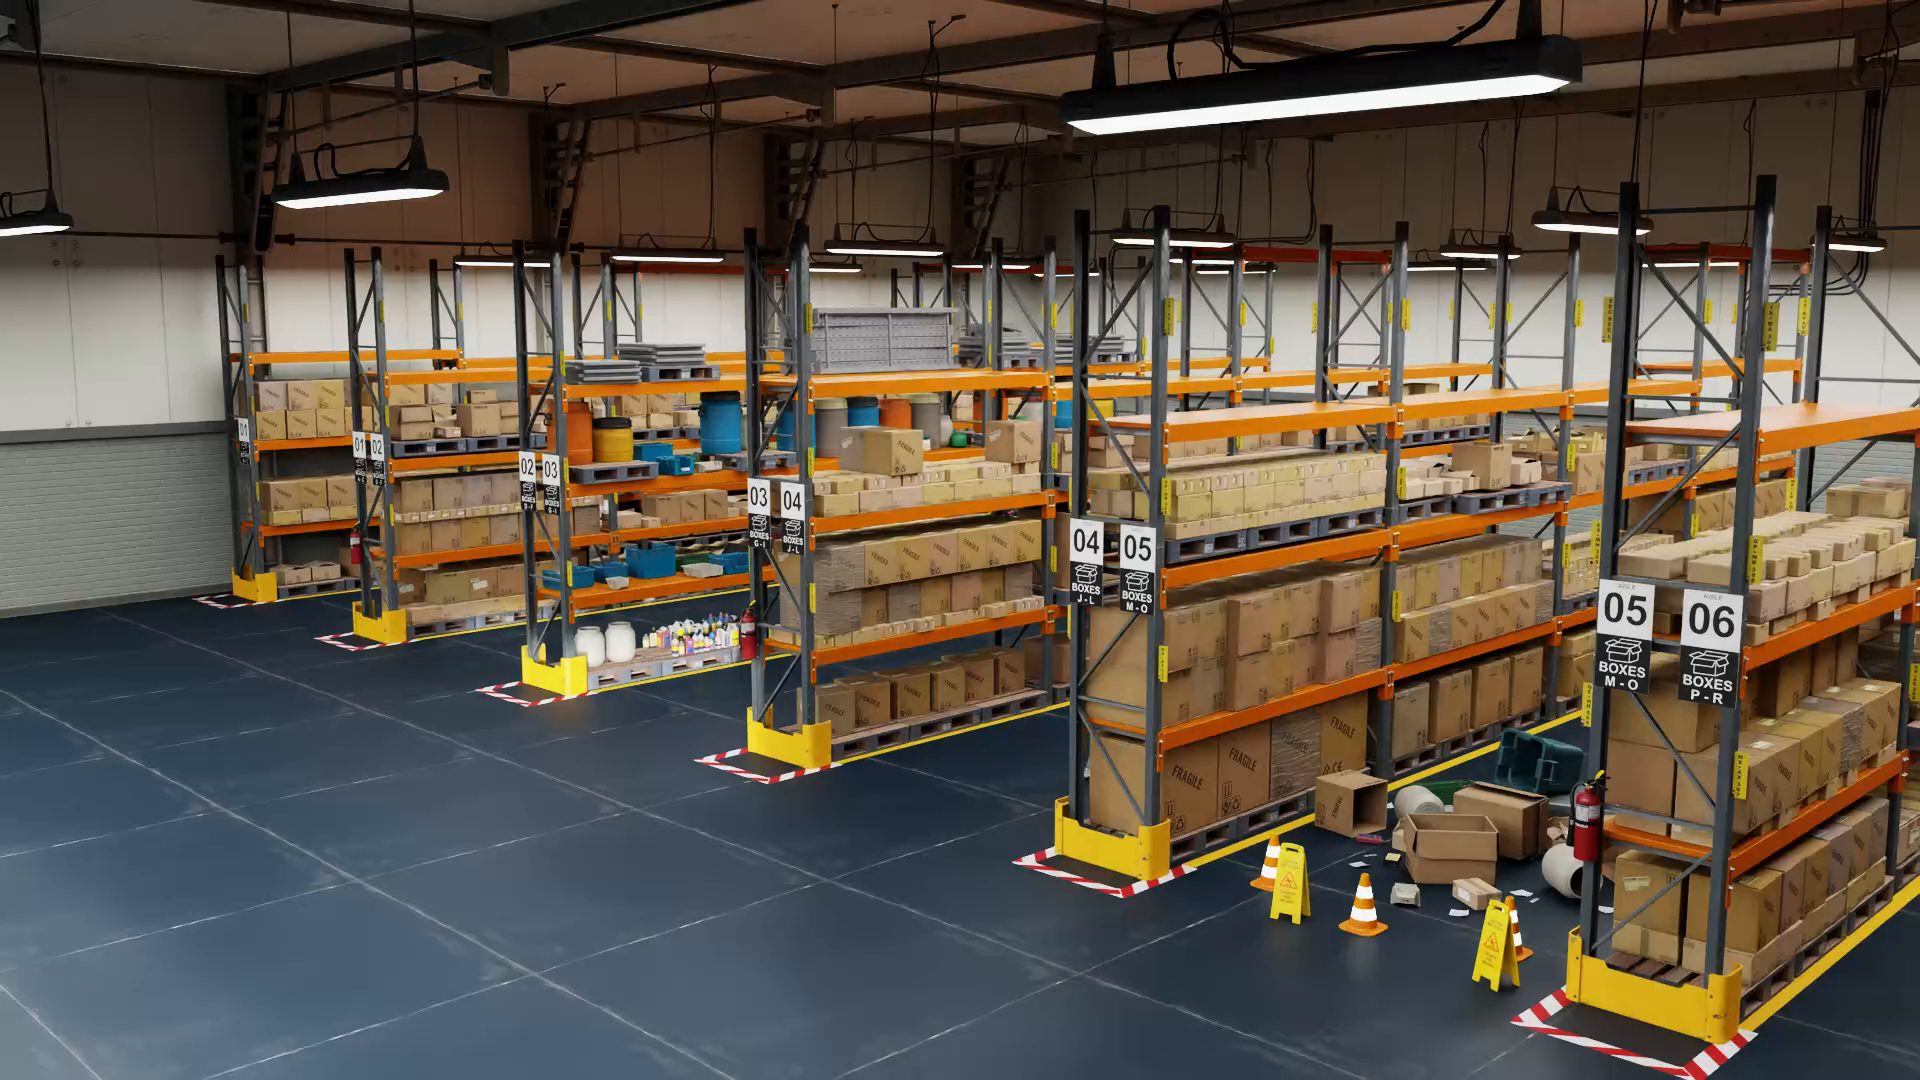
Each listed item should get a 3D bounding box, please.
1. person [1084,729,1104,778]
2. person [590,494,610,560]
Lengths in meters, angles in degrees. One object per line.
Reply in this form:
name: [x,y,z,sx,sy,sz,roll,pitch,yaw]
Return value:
person: [1.534,1.800,18.283,0.374,1.611,0.509,5,9,30]
person: [-6.889,-0.193,31.733,0.577,1.781,0.444,-3,9,-18]
